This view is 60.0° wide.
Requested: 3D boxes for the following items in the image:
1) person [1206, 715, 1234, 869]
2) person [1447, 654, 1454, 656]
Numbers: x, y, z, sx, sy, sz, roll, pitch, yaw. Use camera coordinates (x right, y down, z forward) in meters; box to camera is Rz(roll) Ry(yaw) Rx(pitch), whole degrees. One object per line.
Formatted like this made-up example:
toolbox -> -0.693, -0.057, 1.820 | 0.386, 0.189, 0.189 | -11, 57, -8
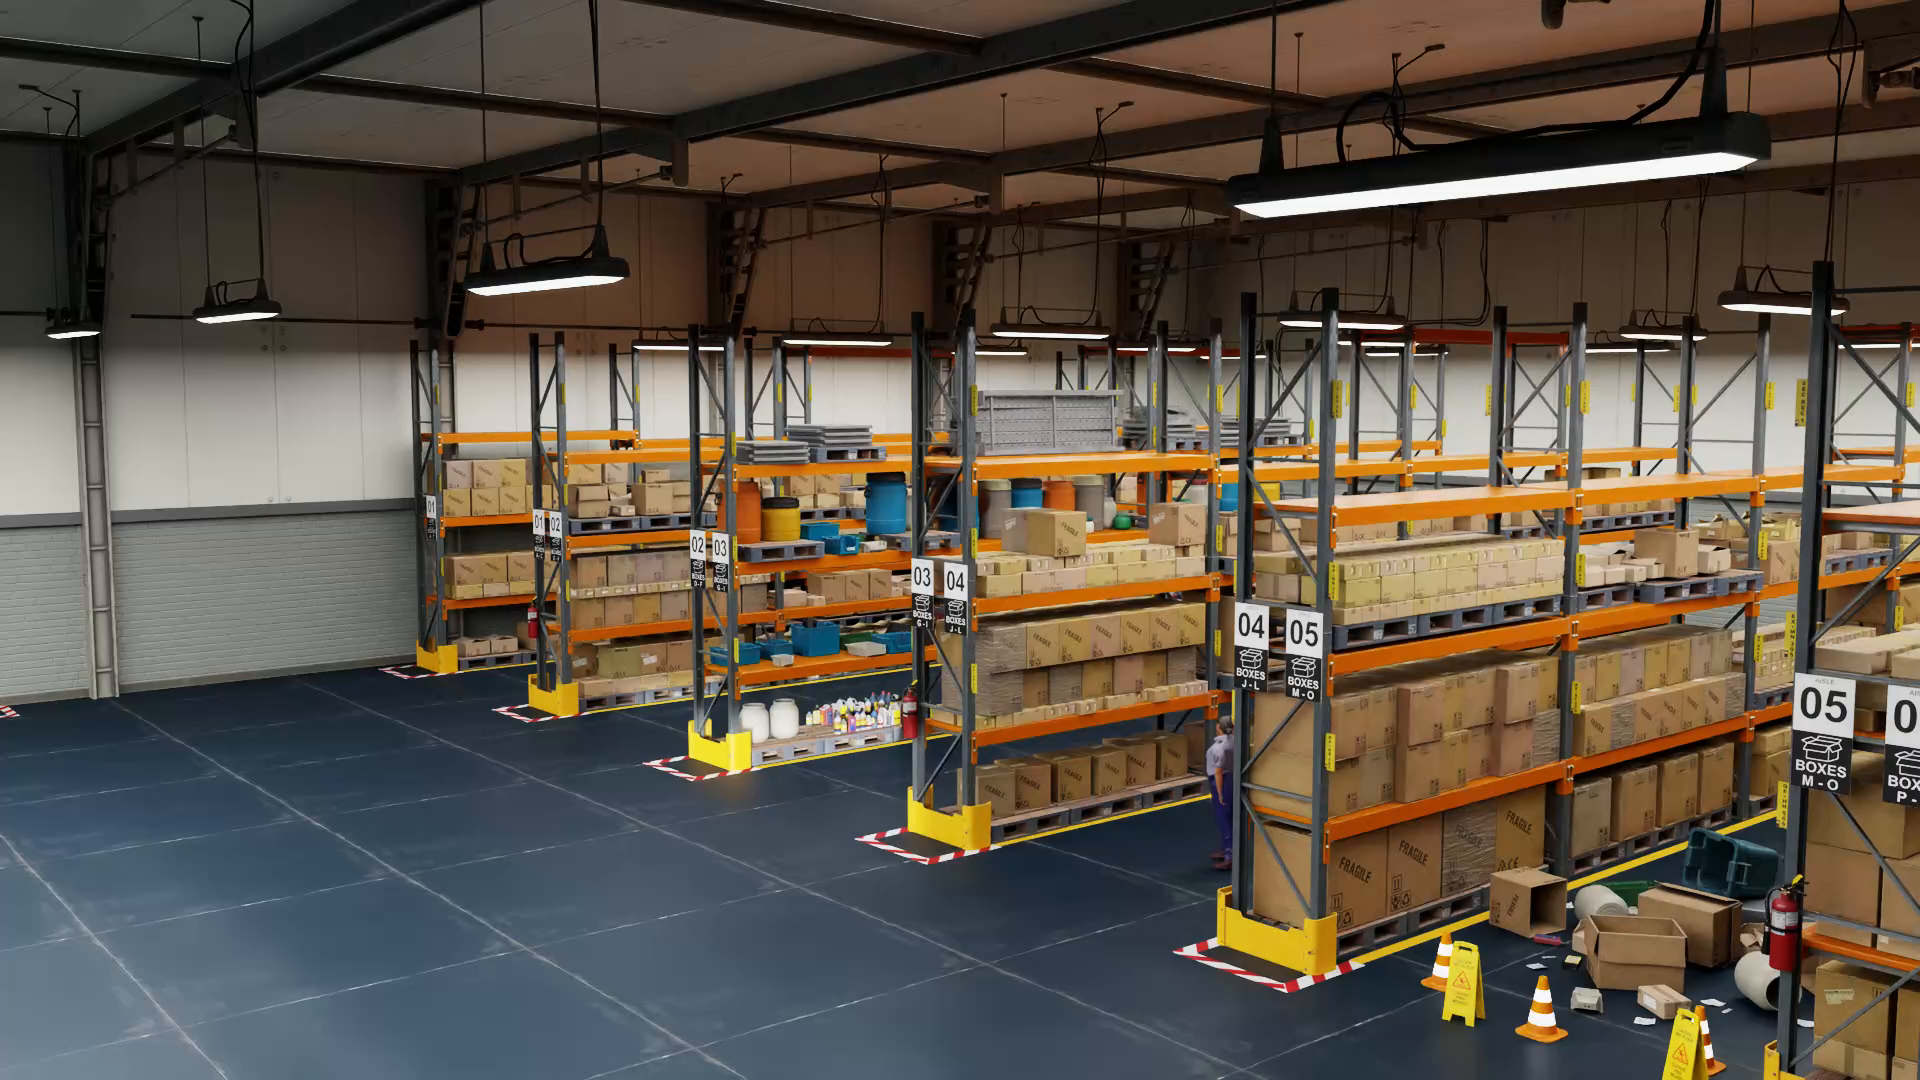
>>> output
person -> 2.861, 2.690, 17.955 | 0.419, 1.649, 0.649 | 3, 6, 25
person -> 6.259, 2.317, 21.361 | 0.404, 1.804, 0.616 | 1, 5, 8
